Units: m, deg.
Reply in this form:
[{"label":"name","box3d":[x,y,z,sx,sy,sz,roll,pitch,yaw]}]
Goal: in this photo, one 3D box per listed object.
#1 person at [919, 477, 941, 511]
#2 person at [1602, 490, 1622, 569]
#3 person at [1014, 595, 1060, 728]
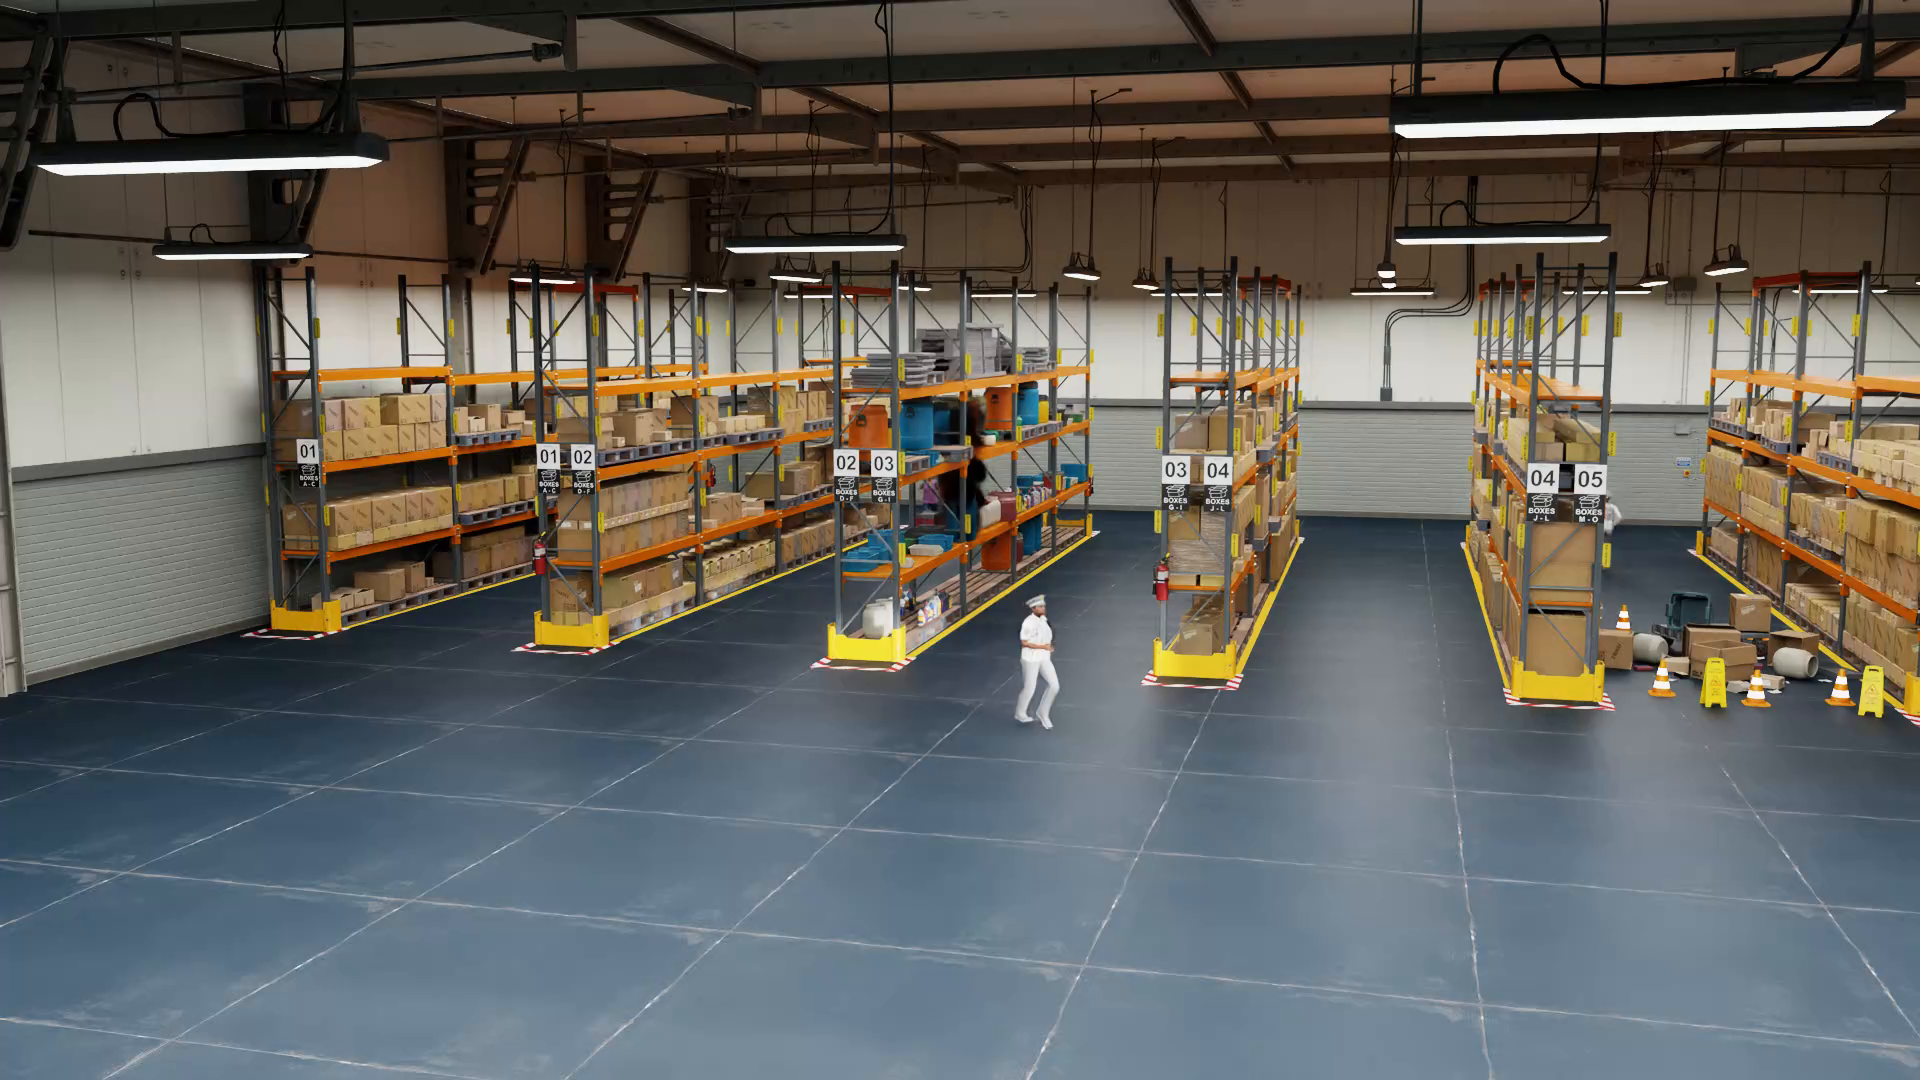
[{"label":"person","box3d":[-0.727,-0.865,40.101,0.551,1.601,0.851,1,7,7]},{"label":"person","box3d":[13.377,-0.192,34.500,0.627,1.680,0.656,0,7,3]},{"label":"person","box3d":[0.996,1.543,20.858,0.568,1.731,0.623,-7,10,-42]}]
